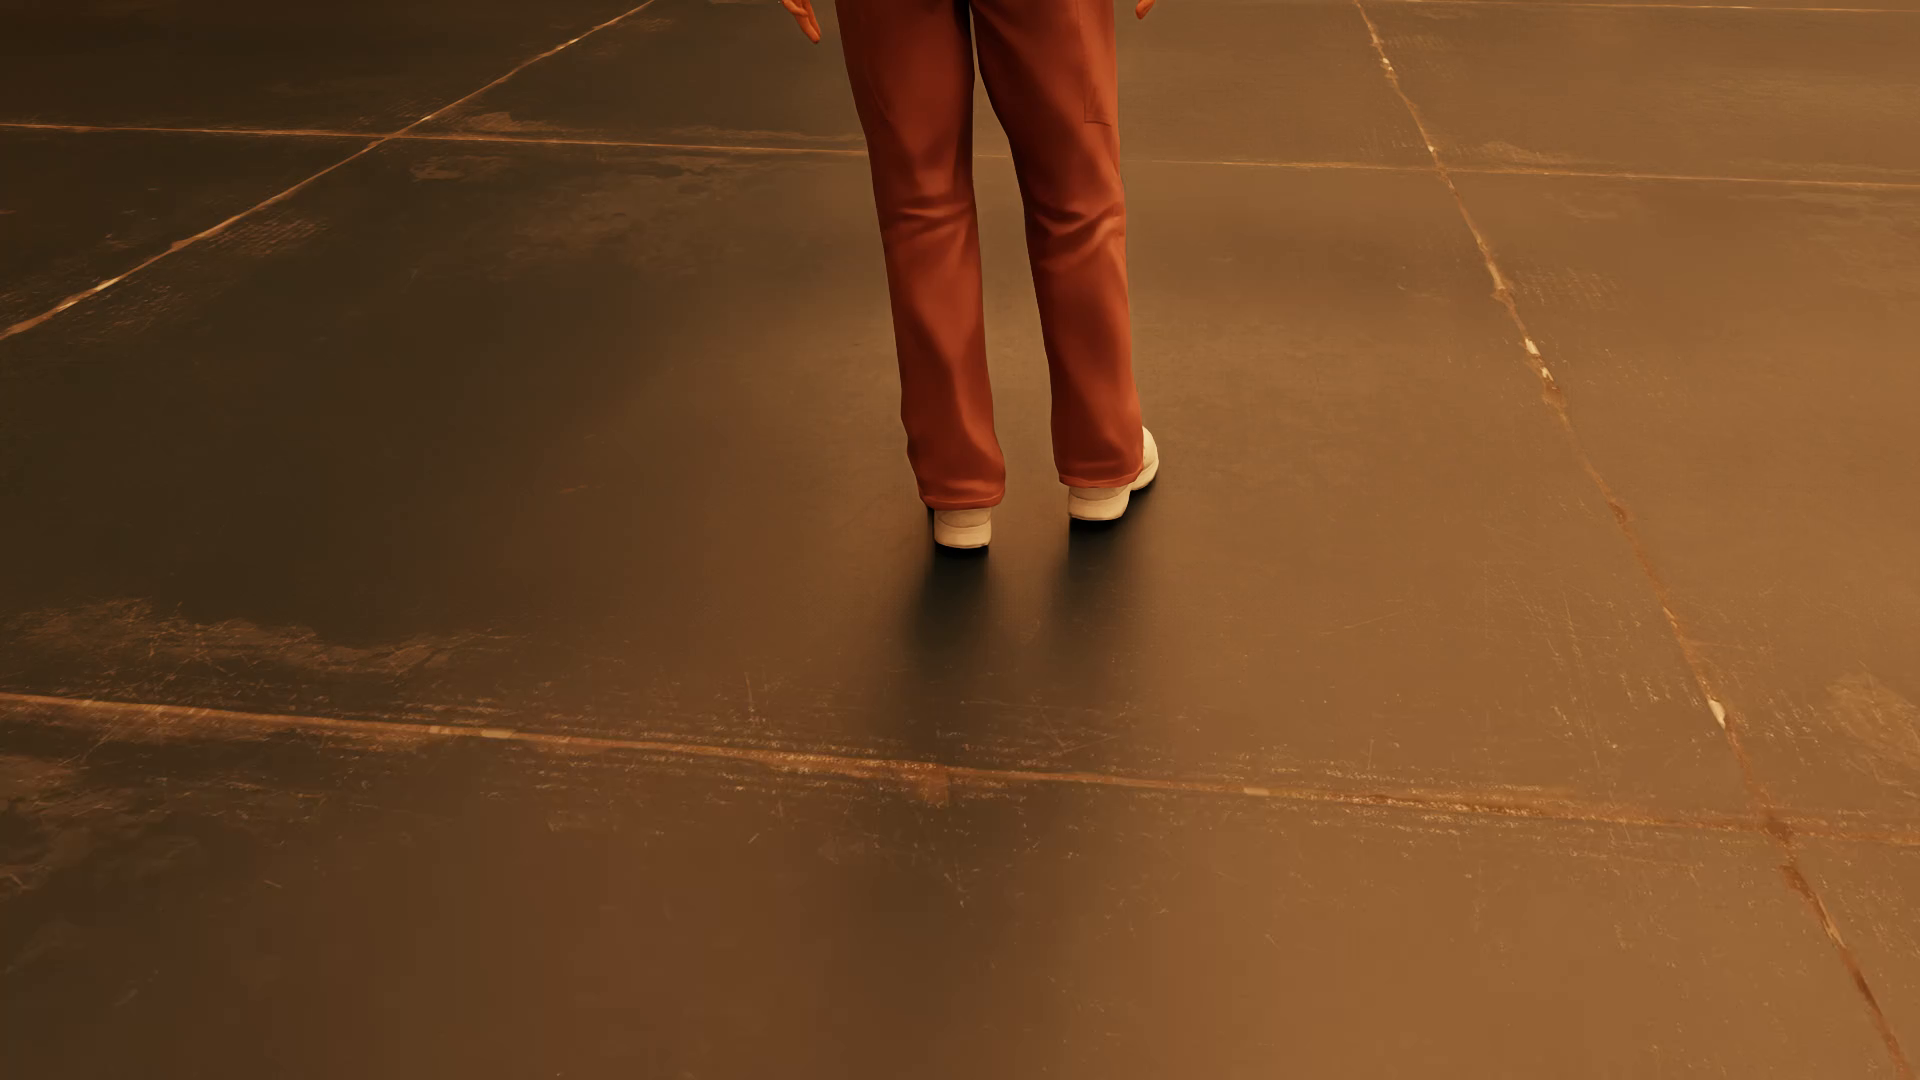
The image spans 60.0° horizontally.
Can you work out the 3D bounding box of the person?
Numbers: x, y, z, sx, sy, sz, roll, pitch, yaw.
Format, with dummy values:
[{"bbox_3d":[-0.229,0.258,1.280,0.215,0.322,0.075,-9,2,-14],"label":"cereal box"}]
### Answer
[{"bbox_3d":[0.022,-0.789,2.187,0.553,1.673,0.548,3,27,7],"label":"person"}]
